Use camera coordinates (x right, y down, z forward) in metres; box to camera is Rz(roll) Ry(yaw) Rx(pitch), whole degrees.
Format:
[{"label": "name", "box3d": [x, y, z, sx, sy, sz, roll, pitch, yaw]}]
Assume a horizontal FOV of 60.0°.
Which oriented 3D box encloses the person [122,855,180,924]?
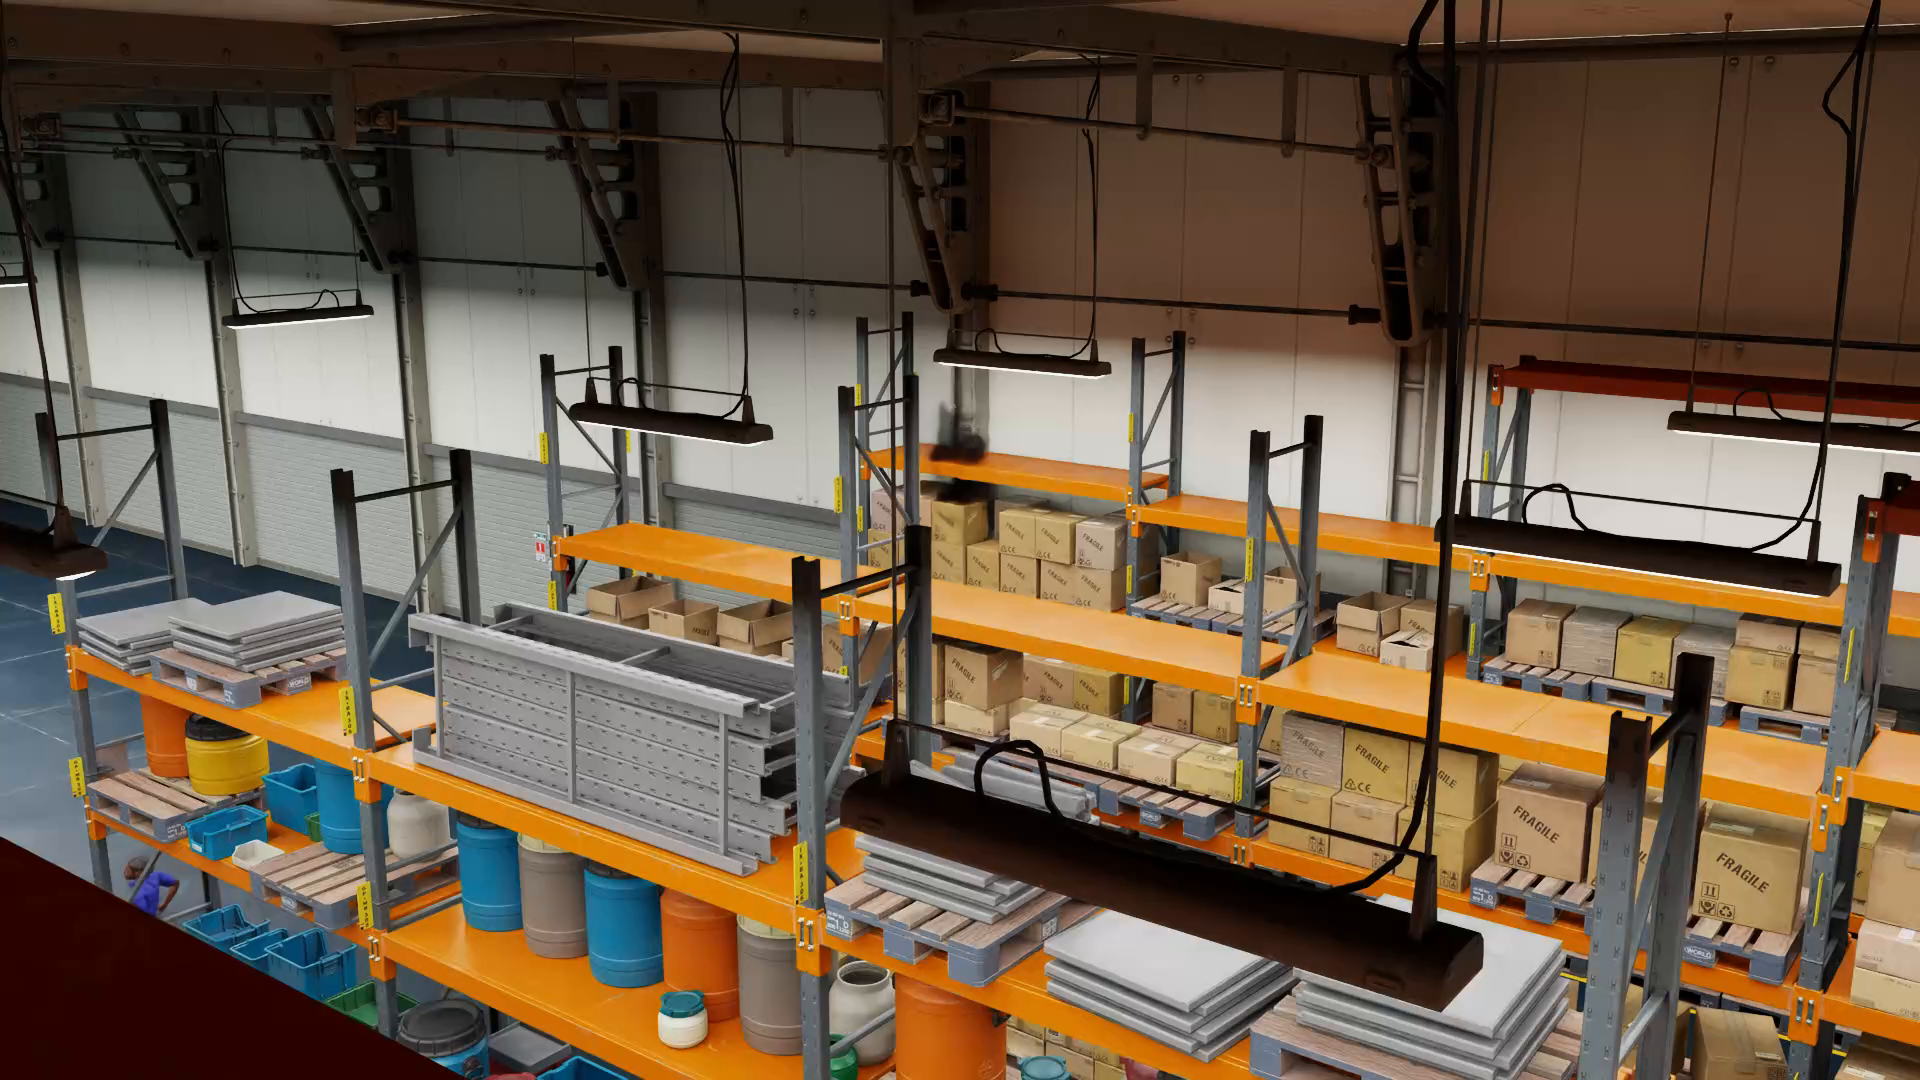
[{"label": "person", "box3d": [-7.580, 3.716, 15.656, 0.901, 1.651, 0.612, -1, 13, -6]}]
